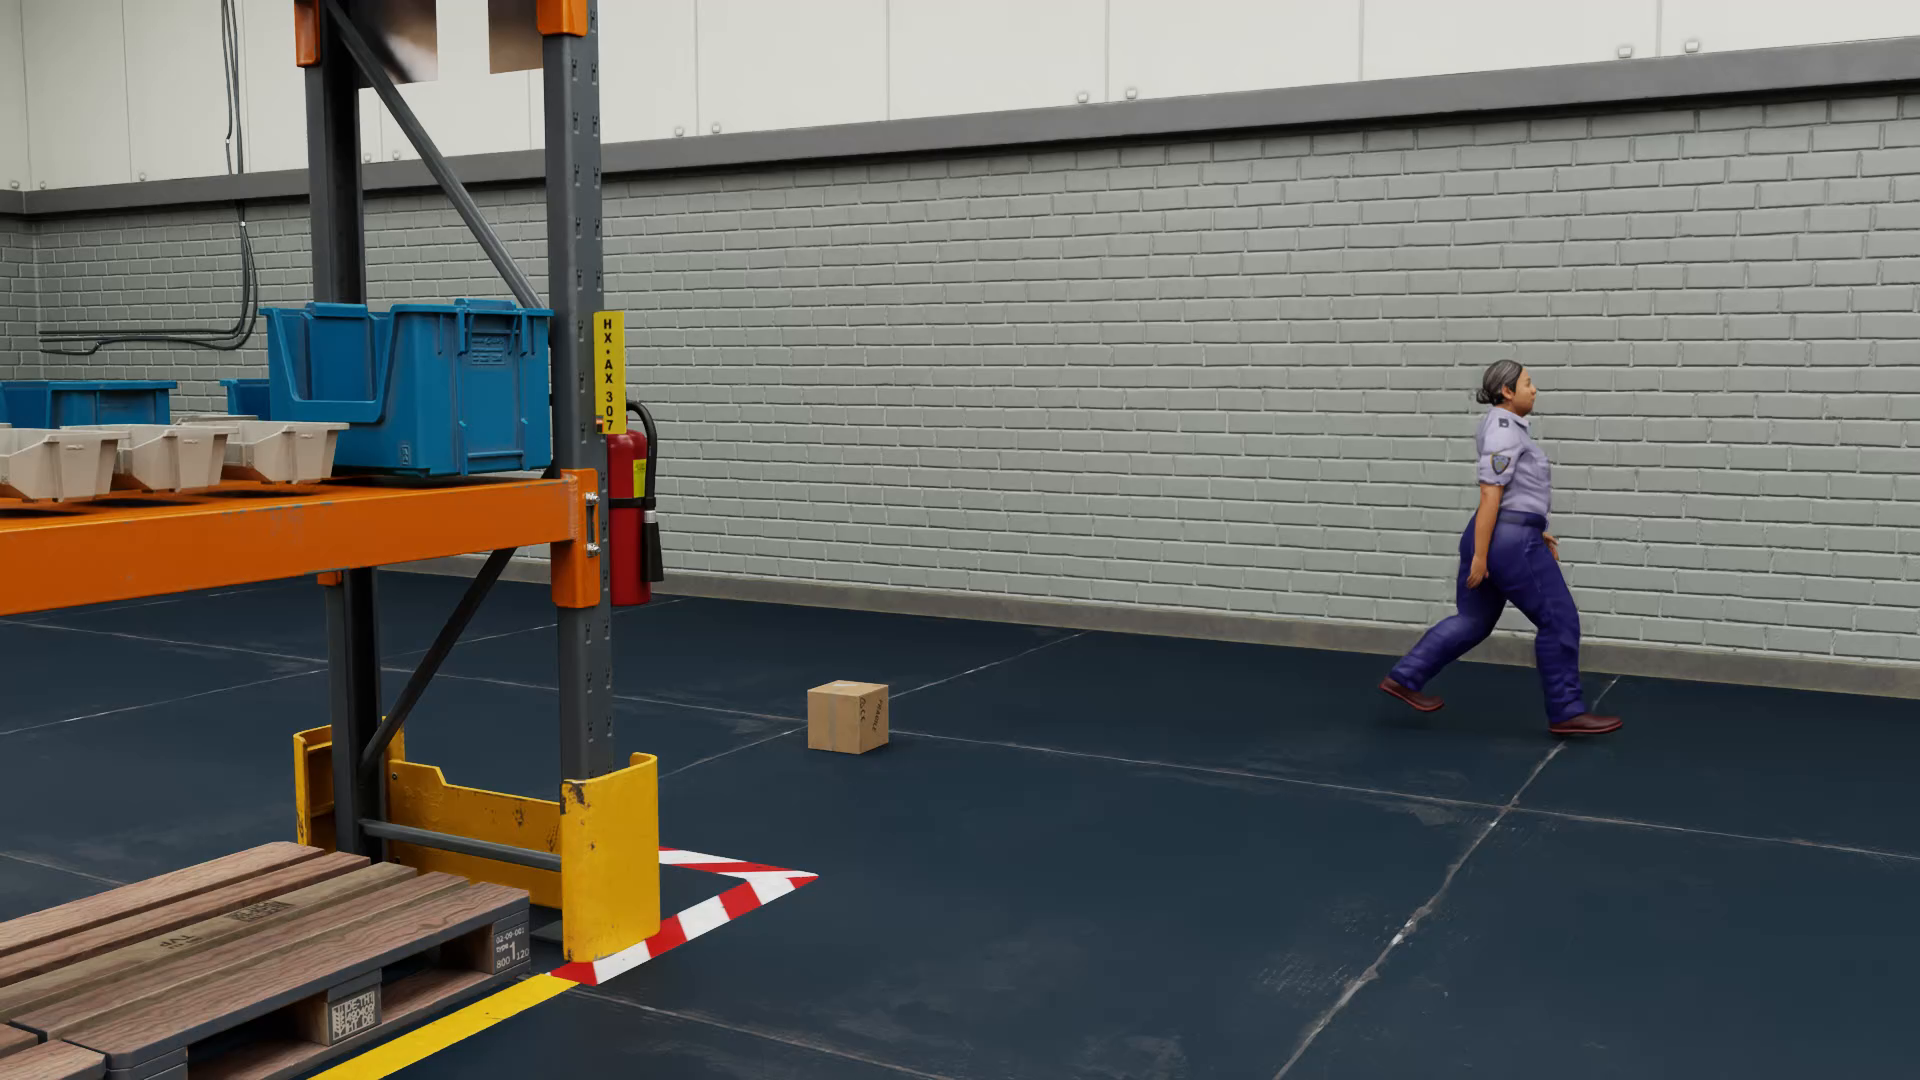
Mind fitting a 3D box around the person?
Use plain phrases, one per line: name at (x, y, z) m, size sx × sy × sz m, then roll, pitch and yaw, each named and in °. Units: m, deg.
person at (2.342, 0.023, 7.175) m, size 0.992 × 1.597 × 0.484 m, roll 1°, pitch 6°, yaw 6°
